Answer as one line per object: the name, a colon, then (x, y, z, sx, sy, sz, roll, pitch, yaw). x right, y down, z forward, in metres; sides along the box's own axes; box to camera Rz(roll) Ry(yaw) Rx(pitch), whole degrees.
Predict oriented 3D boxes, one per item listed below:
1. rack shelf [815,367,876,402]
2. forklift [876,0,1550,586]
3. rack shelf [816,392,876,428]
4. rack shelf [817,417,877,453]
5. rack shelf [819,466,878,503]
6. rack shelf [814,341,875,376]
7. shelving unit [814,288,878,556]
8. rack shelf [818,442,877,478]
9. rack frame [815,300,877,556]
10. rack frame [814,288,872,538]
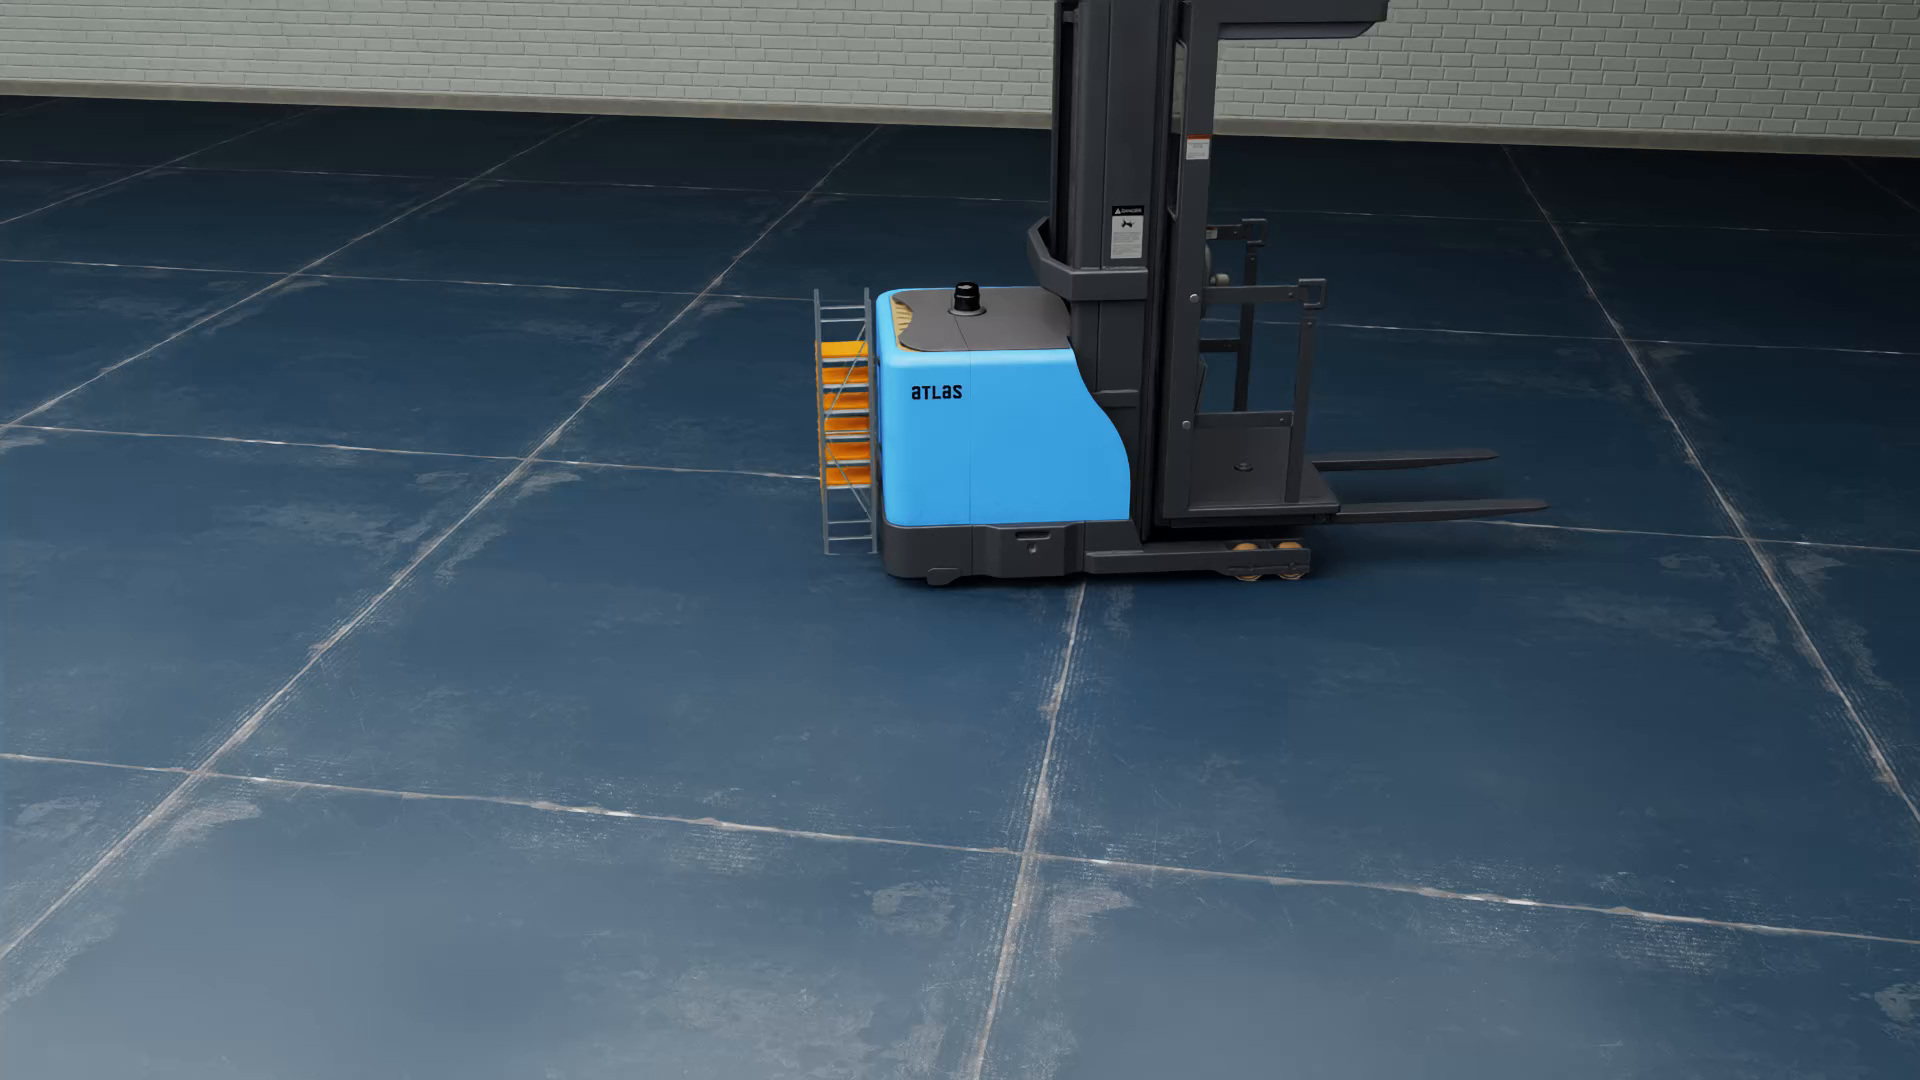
rack shelf: (-0.508, -0.693, 7.354, 0.258, 0.103, 0.180, -3, 25, -5)
forklift: (1.143, -1.367, 7.212, 3.031, 2.935, 1.130, -2, 25, -4)
rack shelf: (-0.508, -0.584, 7.404, 0.258, 0.103, 0.180, -3, 25, -5)
rack shelf: (-0.508, -0.475, 7.455, 0.258, 0.103, 0.180, -3, 25, -5)
rack shelf: (-0.508, -0.258, 7.557, 0.258, 0.103, 0.180, -3, 25, -5)
rack shelf: (-0.508, -0.802, 7.303, 0.258, 0.103, 0.180, -3, 25, -5)
shelving unit: (-0.508, -0.516, 7.436, 0.258, 1.200, 0.189, -3, 25, -5)
rack shelf: (-0.508, -0.367, 7.506, 0.258, 0.103, 0.180, -3, 25, -5)
rack frame: (-0.498, -0.477, 7.354, 0.240, 1.200, 0.006, -3, 25, -5)
rack frame: (-0.518, -0.554, 7.519, 0.240, 1.200, 0.006, -3, 25, -5)
